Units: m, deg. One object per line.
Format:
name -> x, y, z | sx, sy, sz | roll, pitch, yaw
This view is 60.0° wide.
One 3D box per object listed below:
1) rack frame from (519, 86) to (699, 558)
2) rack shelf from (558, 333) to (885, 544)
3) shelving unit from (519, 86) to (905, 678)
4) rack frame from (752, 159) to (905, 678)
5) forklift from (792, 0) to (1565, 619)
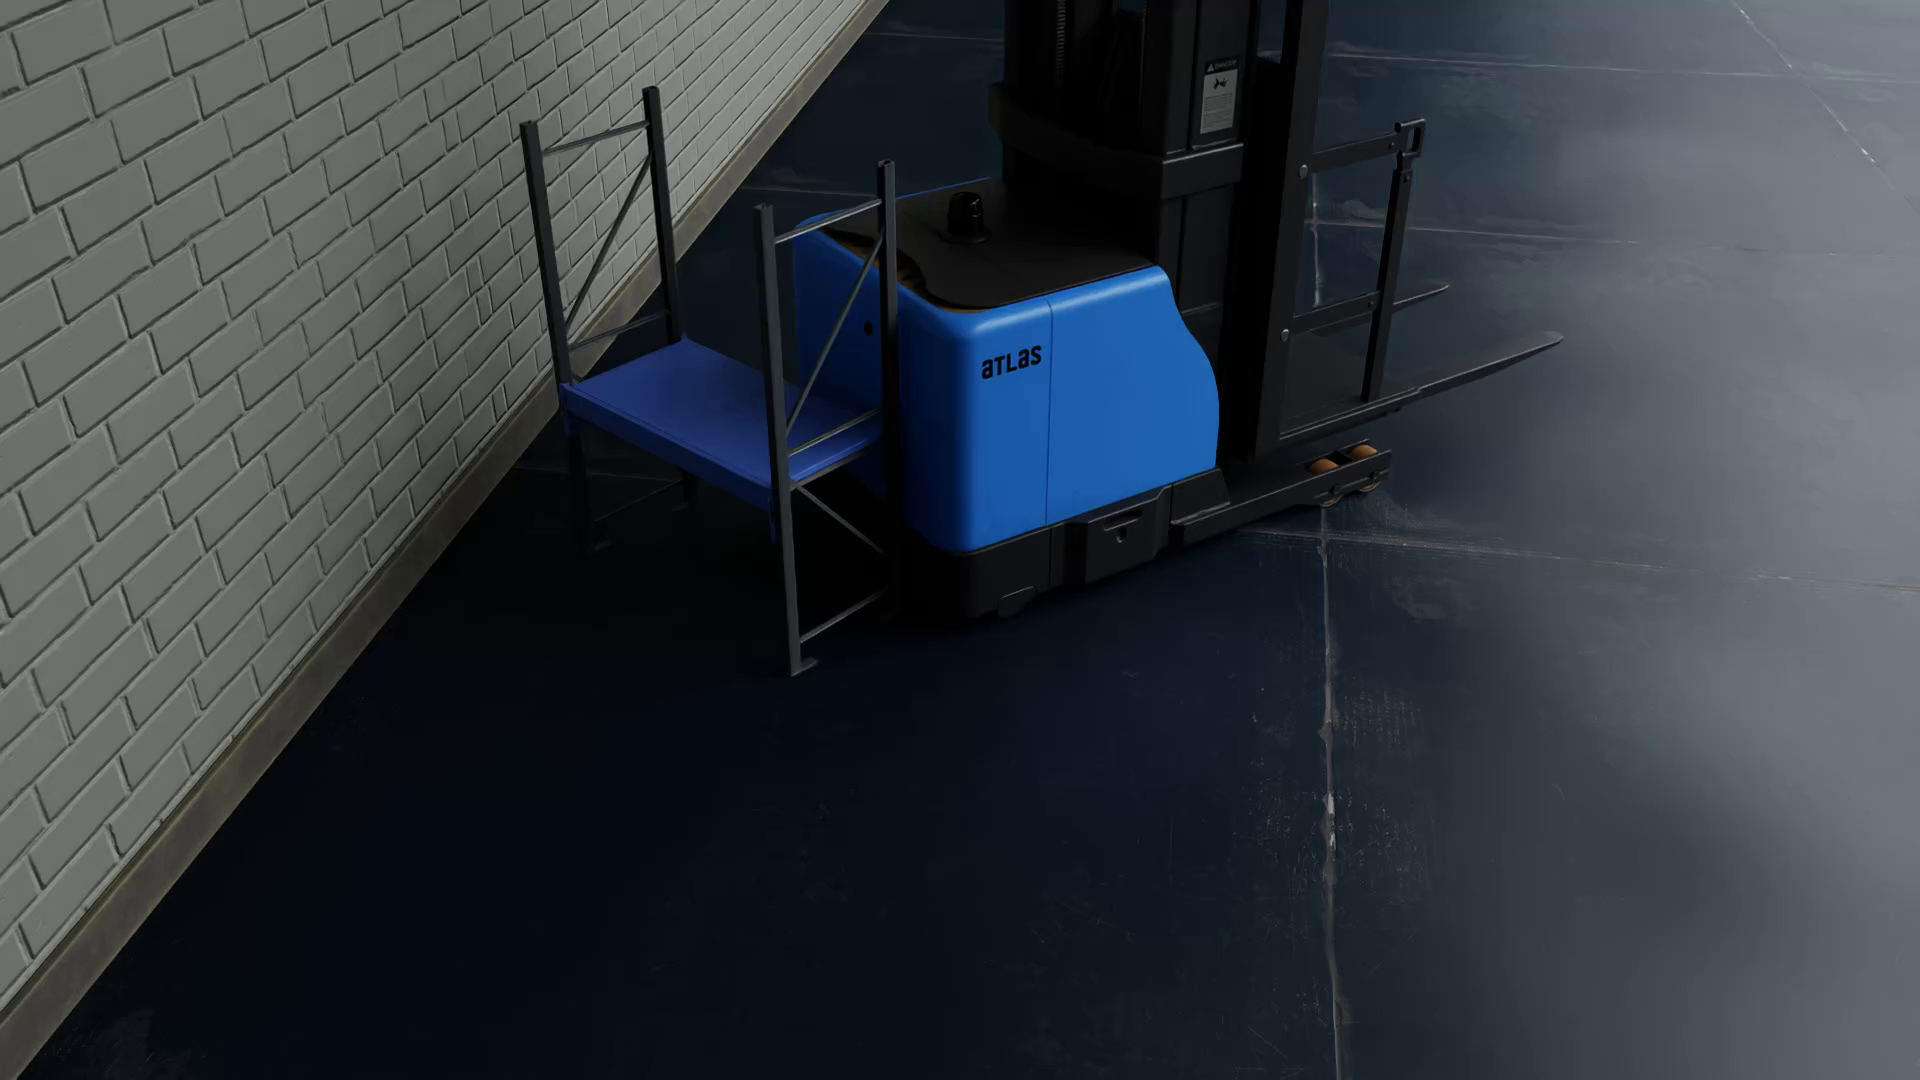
rack frame -> -1.114, -0.678, 5.420 | 0.032, 1.500, 0.500 | 26, 40, 35
rack shelf -> -0.737, -0.345, 5.227 | 1.000, 0.185, 0.538 | 26, 40, 35
shelving unit -> -0.737, -0.498, 5.132 | 1.048, 1.500, 0.538 | 26, 40, 35
rack frame -> -0.359, -0.317, 4.843 | 0.032, 1.500, 0.500 | 26, 40, 35
forklift -> 0.957, -1.578, 5.509 | 3.031, 2.935, 1.130 | -19, 37, -27
